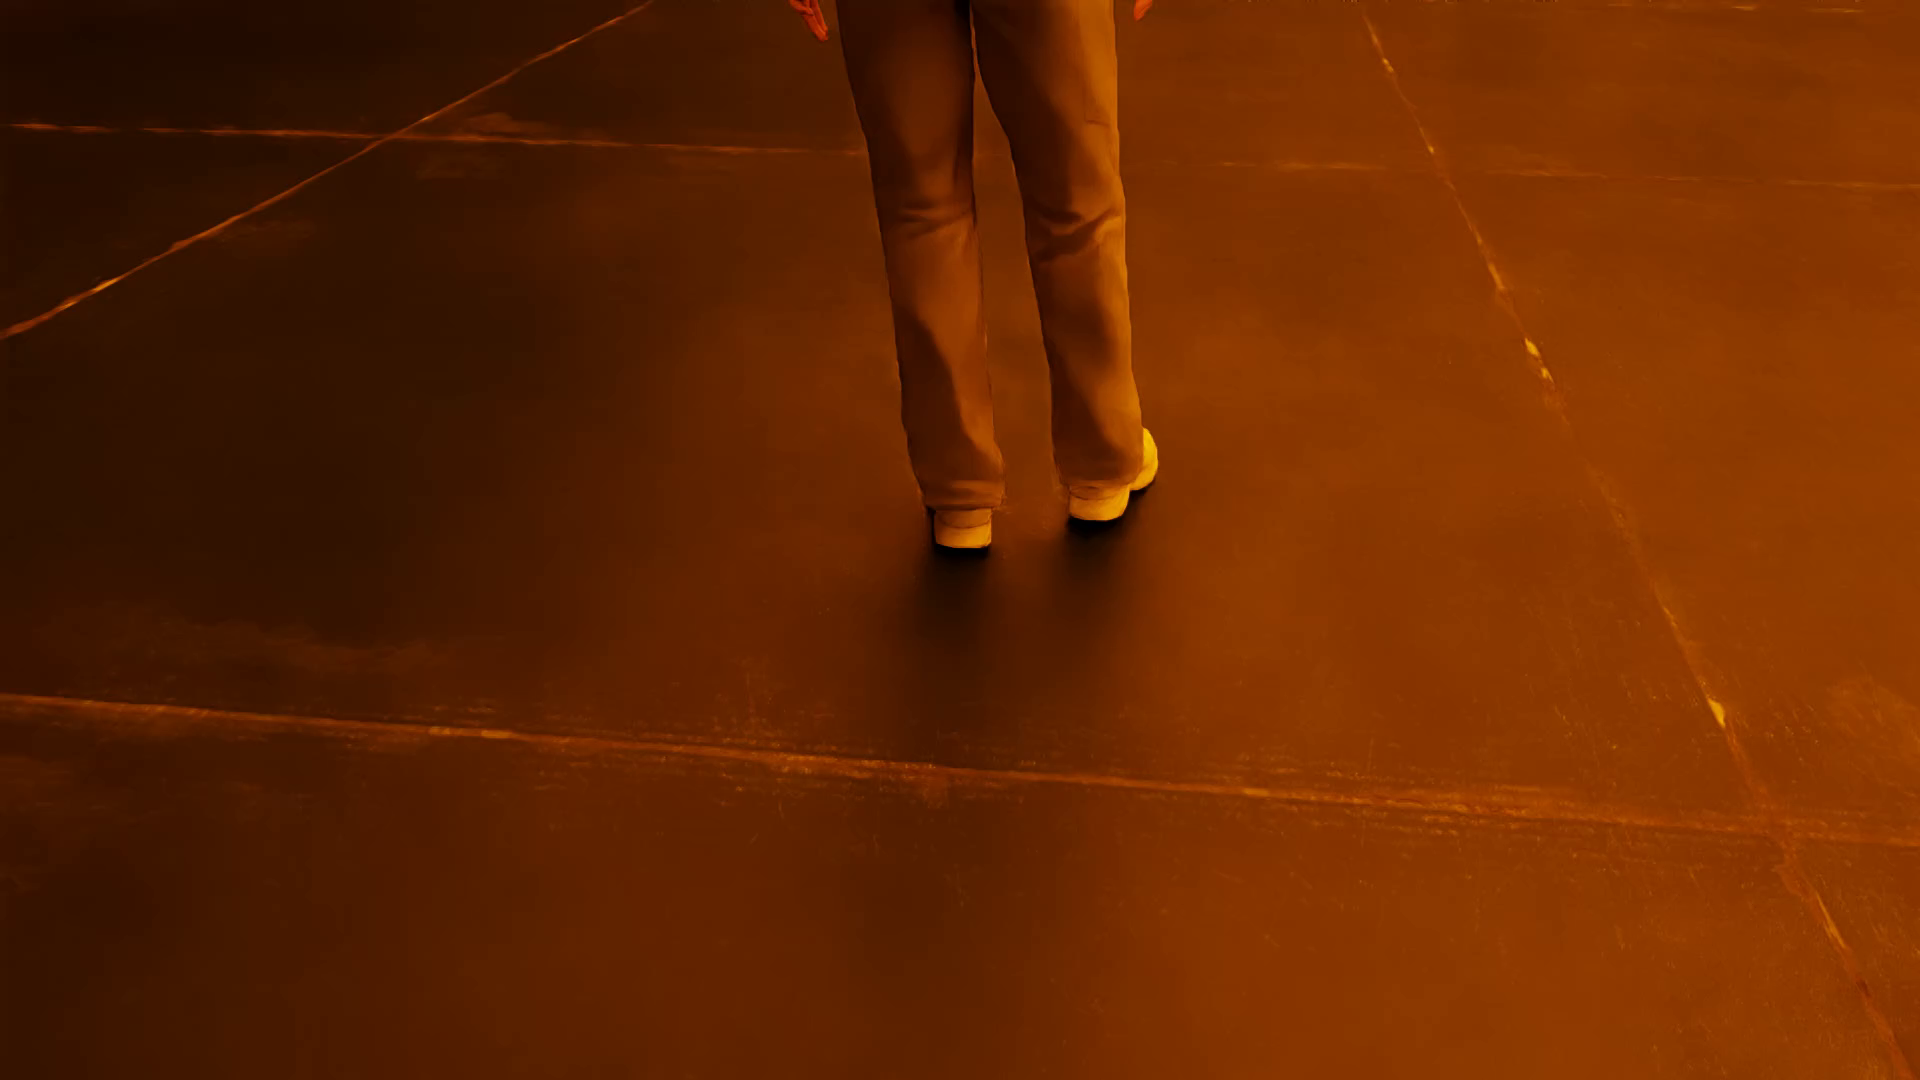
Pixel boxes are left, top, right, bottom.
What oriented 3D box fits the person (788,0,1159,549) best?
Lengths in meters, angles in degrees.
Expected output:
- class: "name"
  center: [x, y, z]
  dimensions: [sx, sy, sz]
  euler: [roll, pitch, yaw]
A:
- class: "person"
  center: [0.023, -0.788, 2.187]
  dimensions: [0.550, 1.674, 0.548]
  euler: [3, 27, 7]
